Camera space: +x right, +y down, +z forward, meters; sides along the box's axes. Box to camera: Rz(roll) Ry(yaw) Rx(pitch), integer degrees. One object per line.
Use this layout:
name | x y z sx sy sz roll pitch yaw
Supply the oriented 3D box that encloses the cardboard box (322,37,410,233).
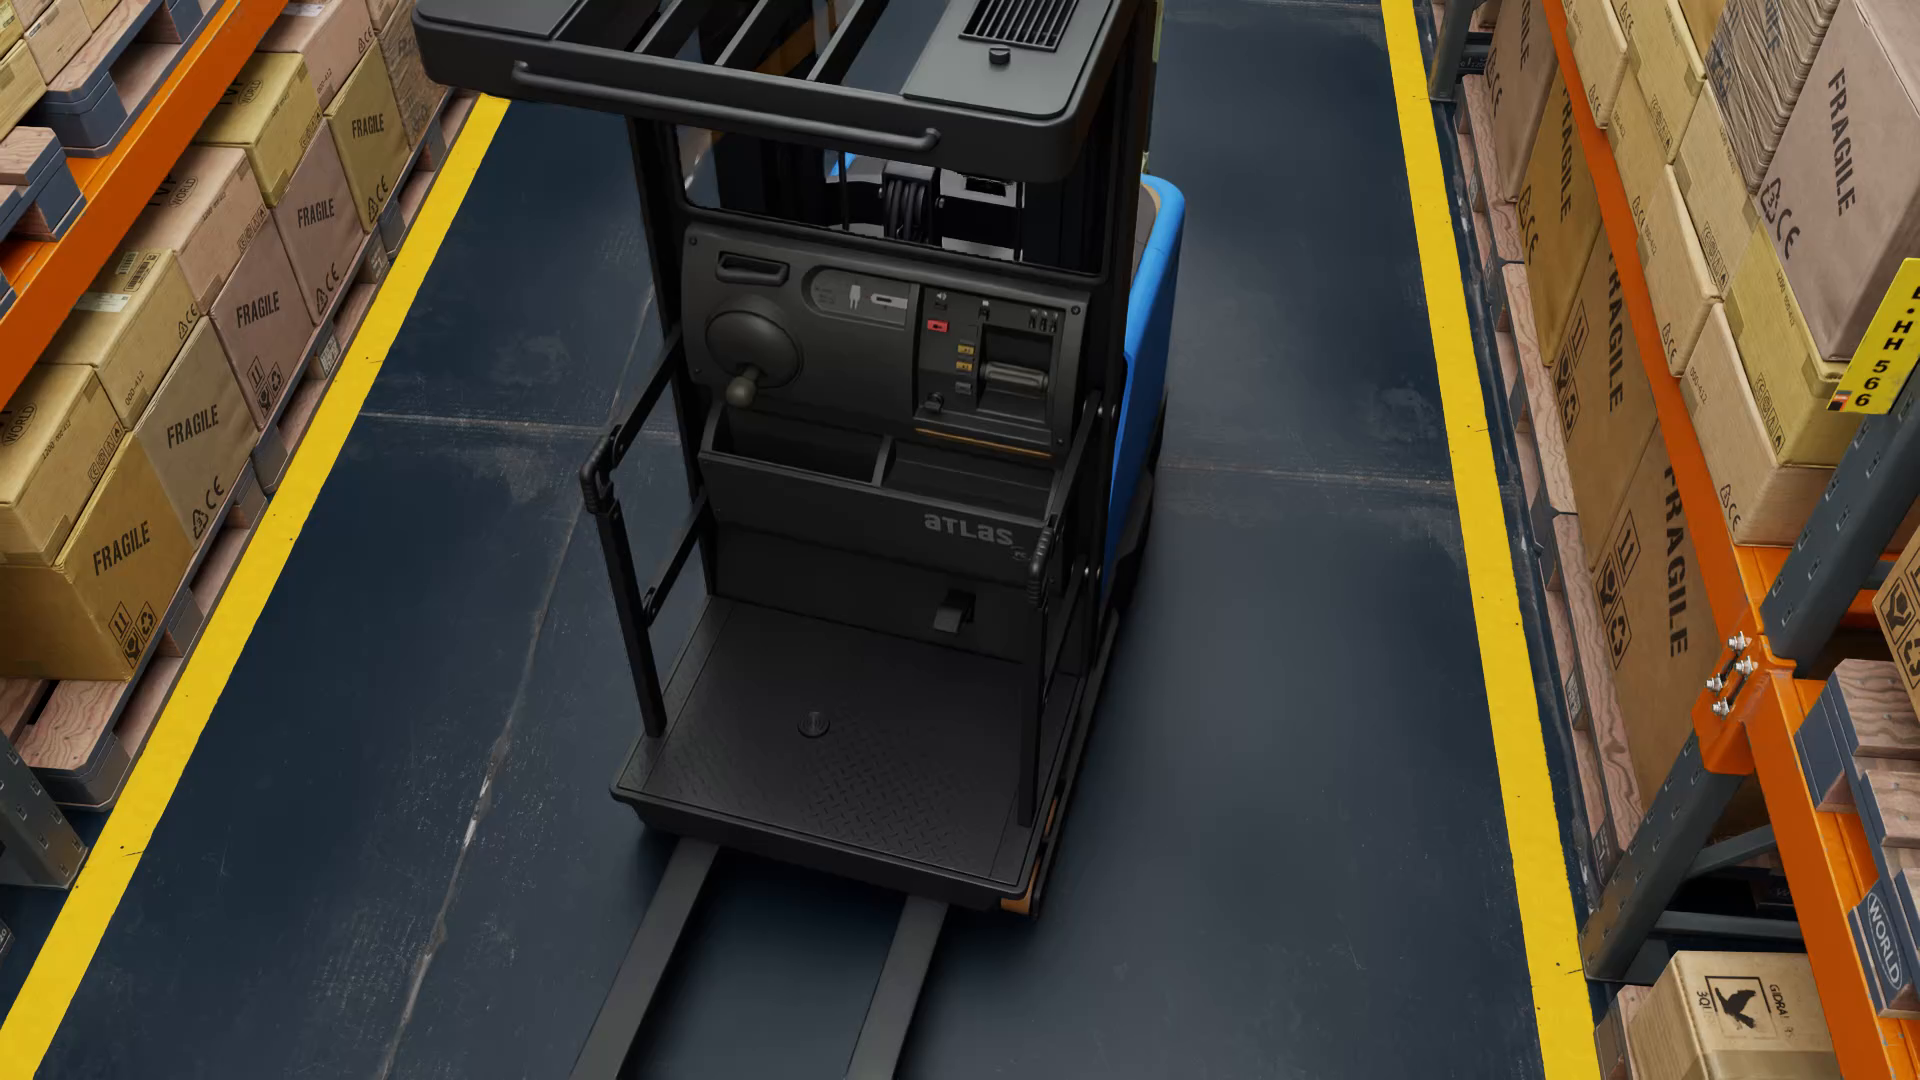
cardboard box | -2.347 -1.462 5.964 0.500 0.500 0.500 3 48 3

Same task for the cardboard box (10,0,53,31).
cardboard box | -2.514 -1.426 4.205 0.380 0.149 0.250 4 48 4

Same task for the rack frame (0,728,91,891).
rack frame | -2.848 -0.163 3.366 1.000 3.000 0.127 4 48 4

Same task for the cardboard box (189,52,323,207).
cardboard box | -2.393 -1.323 5.328 0.500 0.250 0.500 2 48 2

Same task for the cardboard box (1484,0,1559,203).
cardboard box | 2.479 -1.807 6.025 0.875 0.875 0.875 5 48 5

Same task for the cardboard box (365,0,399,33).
cardboard box | -2.299 -2.089 6.029 0.500 0.250 0.500 3 48 2

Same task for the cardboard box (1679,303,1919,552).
cardboard box | 1.878 -0.242 3.541 0.500 0.250 0.500 2 48 2

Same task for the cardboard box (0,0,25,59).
cardboard box | -2.537 -1.243 4.038 0.380 0.149 0.250 4 48 4

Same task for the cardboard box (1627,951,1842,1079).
cardboard box | 2.030 1.256 3.565 0.950 0.372 0.625 1 48 1

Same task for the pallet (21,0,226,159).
pallet | -2.708 -1.555 4.770 1.003 0.211 1.213 4 48 4

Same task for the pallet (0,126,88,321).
pallet | -2.889 -0.629 3.922 1.213 0.211 1.003 4 48 4

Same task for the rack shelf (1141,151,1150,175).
rack shelf | 0.345 -0.978 5.570 0.431 0.370 0.720 12 49 11

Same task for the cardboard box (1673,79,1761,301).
cardboard box | 1.925 -0.772 3.686 0.500 0.250 0.500 3 48 3

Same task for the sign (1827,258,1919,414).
sign | 1.538 -0.330 2.734 0.100 0.325 0.005 4 48 4

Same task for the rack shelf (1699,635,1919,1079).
rack shelf | 1.909 1.808 2.051 1.077 0.370 4.000 4 48 4

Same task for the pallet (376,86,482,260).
pallet | -2.553 -1.589 6.560 1.003 0.211 1.213 4 48 4

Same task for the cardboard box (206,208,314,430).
cardboard box | -2.445 -0.711 5.277 0.500 0.500 0.500 3 48 3

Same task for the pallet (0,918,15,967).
pallet | -2.995 1.353 3.870 1.003 0.211 1.213 4 48 4

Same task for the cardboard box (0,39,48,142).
cardboard box | -2.534 -1.129 4.135 0.380 0.149 0.250 6 48 5

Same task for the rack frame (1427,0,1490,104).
rack frame | 2.456 -2.843 5.818 1.000 3.000 0.127 4 48 4

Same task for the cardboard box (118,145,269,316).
cardboard box | -2.440 -0.940 4.978 0.500 0.250 0.500 4 48 4

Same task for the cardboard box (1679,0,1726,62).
cardboard box | 1.968 -1.415 3.766 0.500 0.500 0.500 4 48 4

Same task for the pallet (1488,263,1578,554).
pallet | 2.352 -0.431 5.501 1.003 0.211 1.213 4 48 4

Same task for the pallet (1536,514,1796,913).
pallet | 2.238 0.463 4.684 1.003 0.211 1.213 4 48 4

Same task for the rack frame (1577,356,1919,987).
rack frame | 2.091 0.096 3.129 1.000 3.000 0.127 4 48 4

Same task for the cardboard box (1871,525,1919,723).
cardboard box | 1.819 0.135 2.540 0.500 0.500 0.500 3 48 2

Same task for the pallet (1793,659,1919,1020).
pallet | 2.132 0.692 2.715 1.213 0.211 1.003 4 48 4

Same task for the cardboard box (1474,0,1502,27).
cardboard box | 2.620 -2.575 7.024 0.875 0.438 0.875 3 48 3

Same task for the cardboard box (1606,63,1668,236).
cardboard box | 1.971 -0.988 4.222 0.500 0.250 0.500 3 48 3

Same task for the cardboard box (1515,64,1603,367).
cardboard box | 2.404 -1.143 5.418 0.875 0.875 0.875 5 48 5

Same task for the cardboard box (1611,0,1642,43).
cardboard box | 1.999 -1.531 4.381 0.500 0.250 0.500 3 48 2

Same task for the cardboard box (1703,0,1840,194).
cardboard box | 1.916 -1.050 3.432 0.500 0.500 0.500 5 48 4

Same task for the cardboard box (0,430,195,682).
cardboard box | -2.529 0.037 4.593 0.500 0.500 0.500 2 48 2

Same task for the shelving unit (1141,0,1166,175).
shelving unit | 0.345 -1.198 5.329 0.431 1.500 0.755 12 49 11

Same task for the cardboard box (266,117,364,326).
cardboard box | -2.398 -1.086 5.620 0.500 0.500 0.500 3 48 3

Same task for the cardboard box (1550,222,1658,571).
cardboard box | 2.322 -0.486 4.817 0.875 0.875 0.875 4 48 4

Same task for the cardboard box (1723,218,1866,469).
cardboard box | 1.882 -0.395 3.341 0.500 0.250 0.500 4 48 3

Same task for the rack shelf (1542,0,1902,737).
rack shelf | 2.273 -1.131 4.739 1.077 0.370 4.000 4 48 4

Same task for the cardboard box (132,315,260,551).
cardboard box | -2.487 -0.333 4.931 0.500 0.500 0.500 4 48 4

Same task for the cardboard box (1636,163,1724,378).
cardboard box | 1.909 -0.619 3.885 0.500 0.250 0.500 5 48 4

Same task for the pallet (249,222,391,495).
pallet | -2.661 -0.690 5.738 1.003 0.211 1.213 4 48 4

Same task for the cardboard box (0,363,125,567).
cardboard box | -2.544 -0.204 4.305 0.500 0.250 0.500 2 48 2

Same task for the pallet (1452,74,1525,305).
pallet | 2.460 -1.330 6.324 1.003 0.211 1.213 4 48 4

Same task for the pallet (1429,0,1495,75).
pallet | 2.603 -2.456 7.353 1.003 0.211 1.213 4 48 4

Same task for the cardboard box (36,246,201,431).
cardboard box | -2.498 -0.577 4.646 0.500 0.250 0.500 3 48 3

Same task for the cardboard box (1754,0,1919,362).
cardboard box | 1.878 -0.673 3.087 0.500 0.500 0.500 3 48 2

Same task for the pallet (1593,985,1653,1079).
pallet | 2.018 1.611 3.633 1.003 0.211 1.213 4 48 4

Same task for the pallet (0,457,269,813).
pallet | -2.775 0.204 4.920 1.003 0.211 1.213 4 48 4

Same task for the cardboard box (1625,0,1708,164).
cardboard box | 1.951 -1.150 4.032 0.500 0.250 0.500 3 48 3

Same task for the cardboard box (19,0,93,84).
cardboard box | -2.512 -1.324 4.314 0.380 0.149 0.250 5 48 5

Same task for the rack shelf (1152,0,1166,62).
rack shelf | 0.345 -1.461 5.041 0.431 0.370 0.720 12 49 11

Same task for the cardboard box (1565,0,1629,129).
cardboard box | 1.990 -1.365 4.567 0.500 0.250 0.500 3 48 3

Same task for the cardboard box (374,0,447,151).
cardboard box | -2.300 -1.839 6.309 0.500 0.500 0.500 3 48 3

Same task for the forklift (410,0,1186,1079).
forklift | -0.238 -0.344 3.578 1.130 2.935 3.031 12 49 11

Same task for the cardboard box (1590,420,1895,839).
cardboard box | 2.237 0.169 4.218 0.875 0.875 0.875 3 48 3

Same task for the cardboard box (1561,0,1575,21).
cardboard box | 2.044 -1.731 4.902 0.500 0.250 0.500 4 48 3

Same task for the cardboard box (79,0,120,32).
cardboard box | -2.487 -1.509 4.483 0.380 0.149 0.250 4 48 4

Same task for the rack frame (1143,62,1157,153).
rack frame | 0.445 -1.458 5.567 0.400 1.500 0.023 12 49 11

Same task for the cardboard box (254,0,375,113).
cardboard box | -2.359 -1.712 5.684 0.500 0.250 0.500 6 48 5
